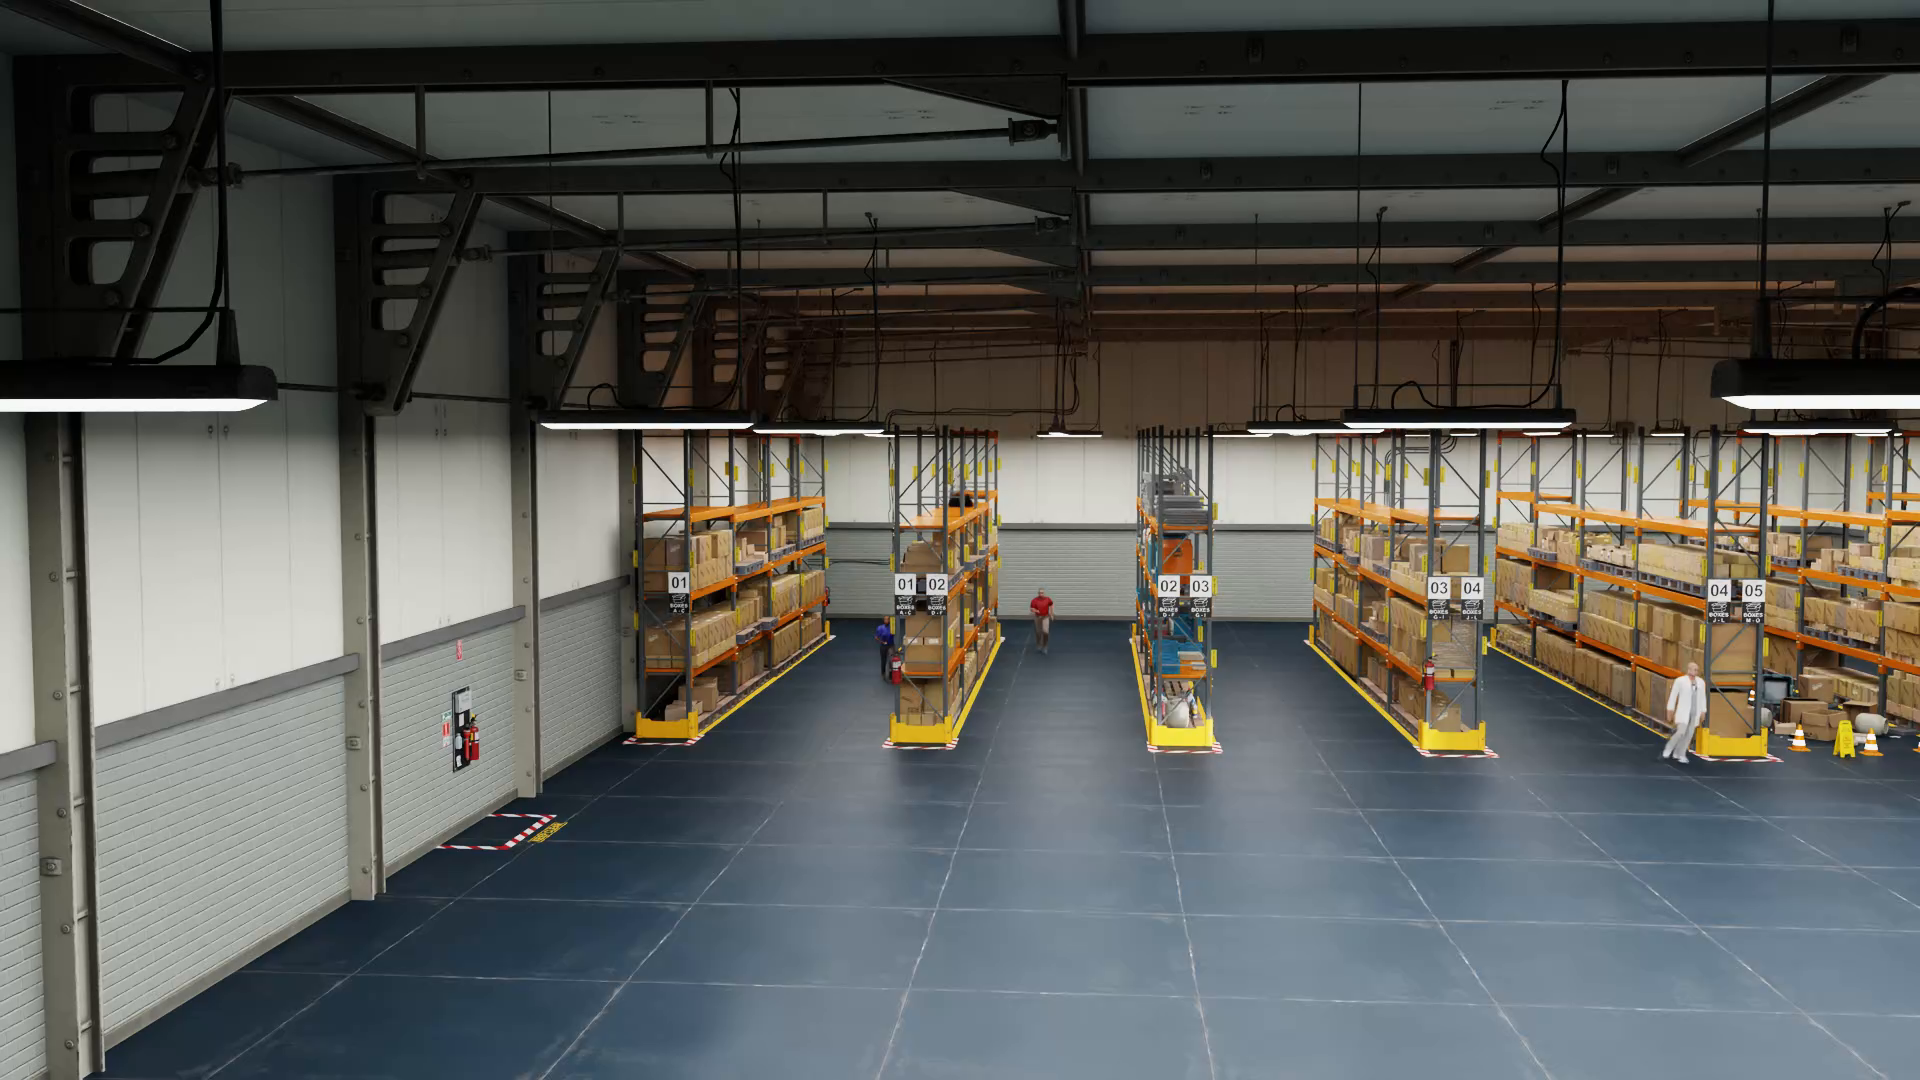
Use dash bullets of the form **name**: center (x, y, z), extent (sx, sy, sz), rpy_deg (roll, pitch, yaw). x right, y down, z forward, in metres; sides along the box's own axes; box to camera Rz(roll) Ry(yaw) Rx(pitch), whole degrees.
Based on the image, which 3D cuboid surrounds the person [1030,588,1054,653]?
- **person**: center (2.202, 2.183, 44.808), extent (0.637, 1.769, 0.829), rpy_deg (0, 3, 4)

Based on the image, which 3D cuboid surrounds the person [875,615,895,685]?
- **person**: center (-1.732, 2.556, 39.250), extent (0.566, 1.623, 0.901), rpy_deg (0, 3, -7)

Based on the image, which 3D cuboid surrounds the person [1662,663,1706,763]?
- **person**: center (12.866, 3.073, 29.542), extent (0.732, 1.804, 0.547), rpy_deg (-1, 3, -10)
